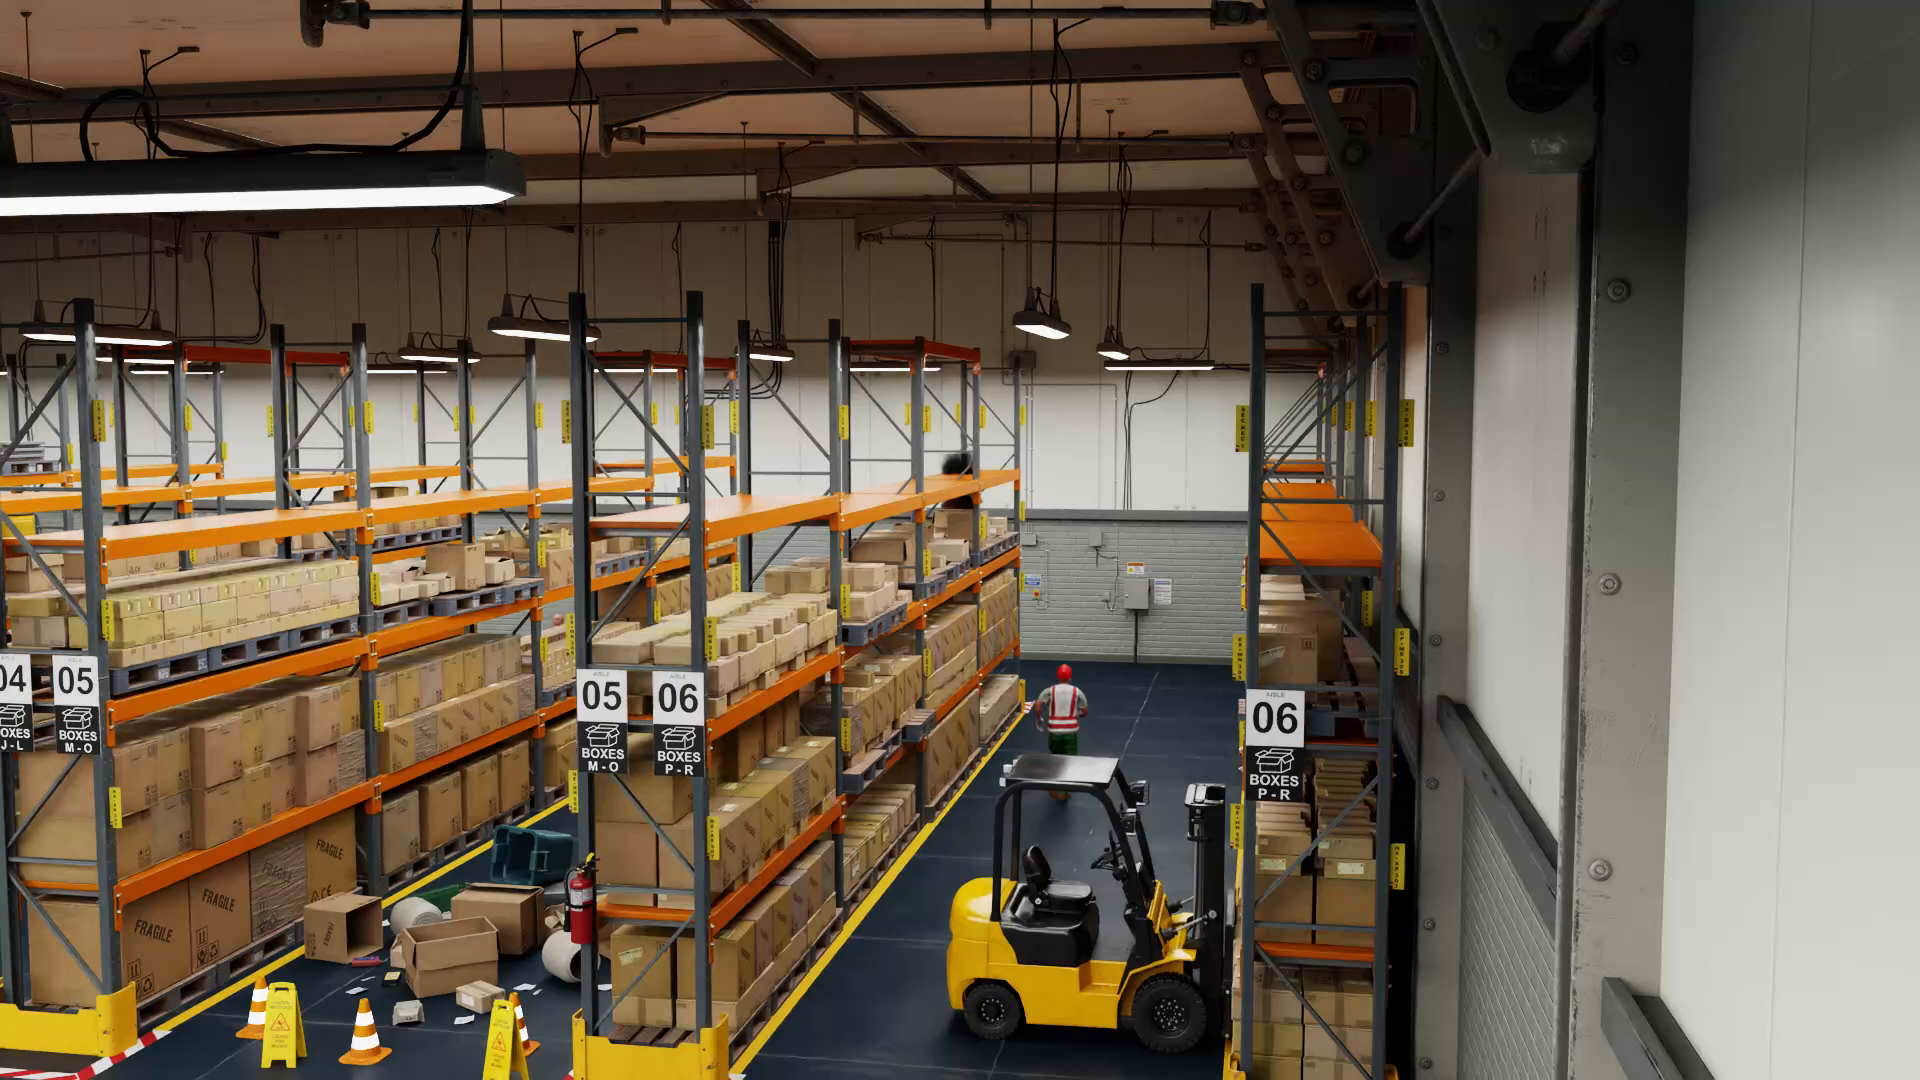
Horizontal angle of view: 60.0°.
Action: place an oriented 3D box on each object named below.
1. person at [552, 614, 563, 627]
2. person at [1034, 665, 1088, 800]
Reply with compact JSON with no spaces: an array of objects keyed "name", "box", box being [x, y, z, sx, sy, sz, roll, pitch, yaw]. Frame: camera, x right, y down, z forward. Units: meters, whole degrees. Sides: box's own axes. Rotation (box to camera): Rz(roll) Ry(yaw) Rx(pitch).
[{"name":"person","box":[-6.721,2.089,27.862,0.677,1.691,0.896,1,5,7]},{"name":"person","box":[1.346,2.520,21.933,0.695,1.783,0.667,1,5,11]}]
